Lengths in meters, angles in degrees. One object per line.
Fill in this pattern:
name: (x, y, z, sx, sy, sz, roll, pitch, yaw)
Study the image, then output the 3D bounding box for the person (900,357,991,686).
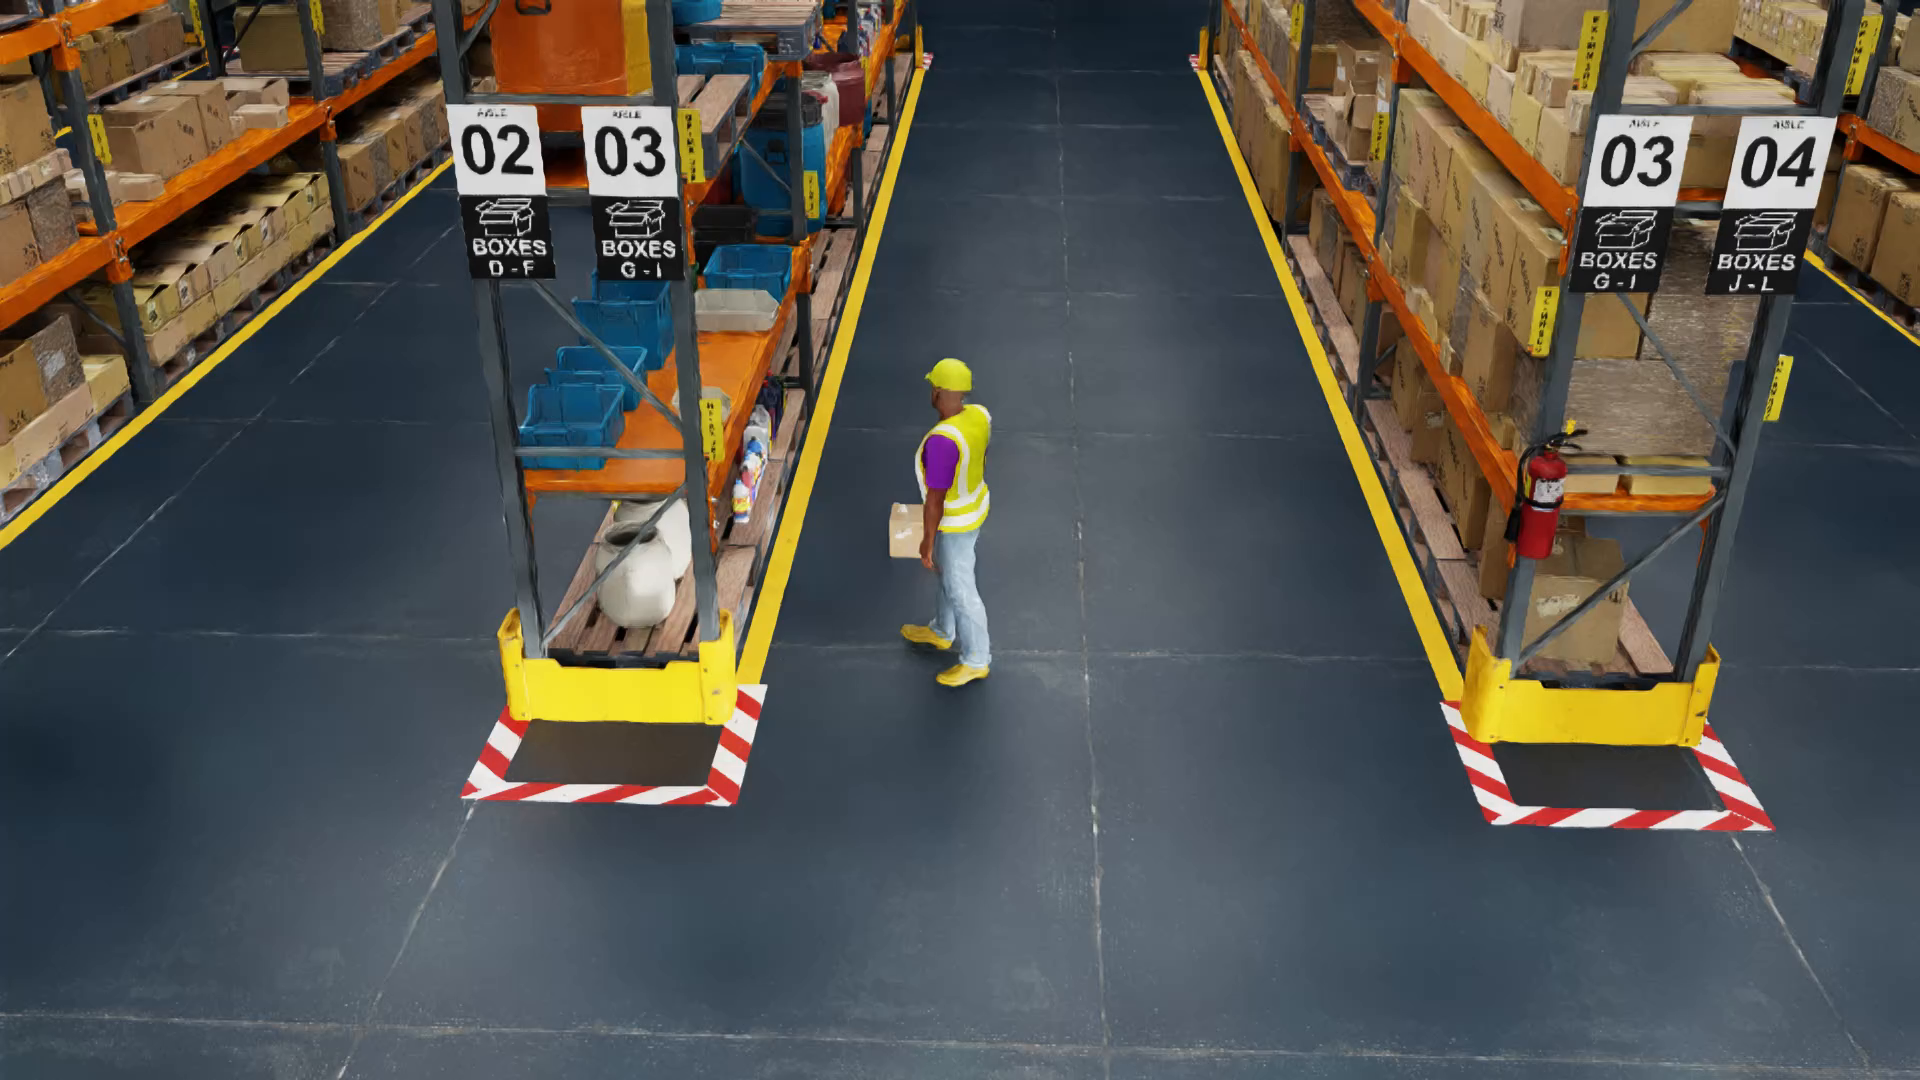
person: (-0.080, -0.140, 8.811, 0.589, 1.764, 0.693, 8, 29, 14)
